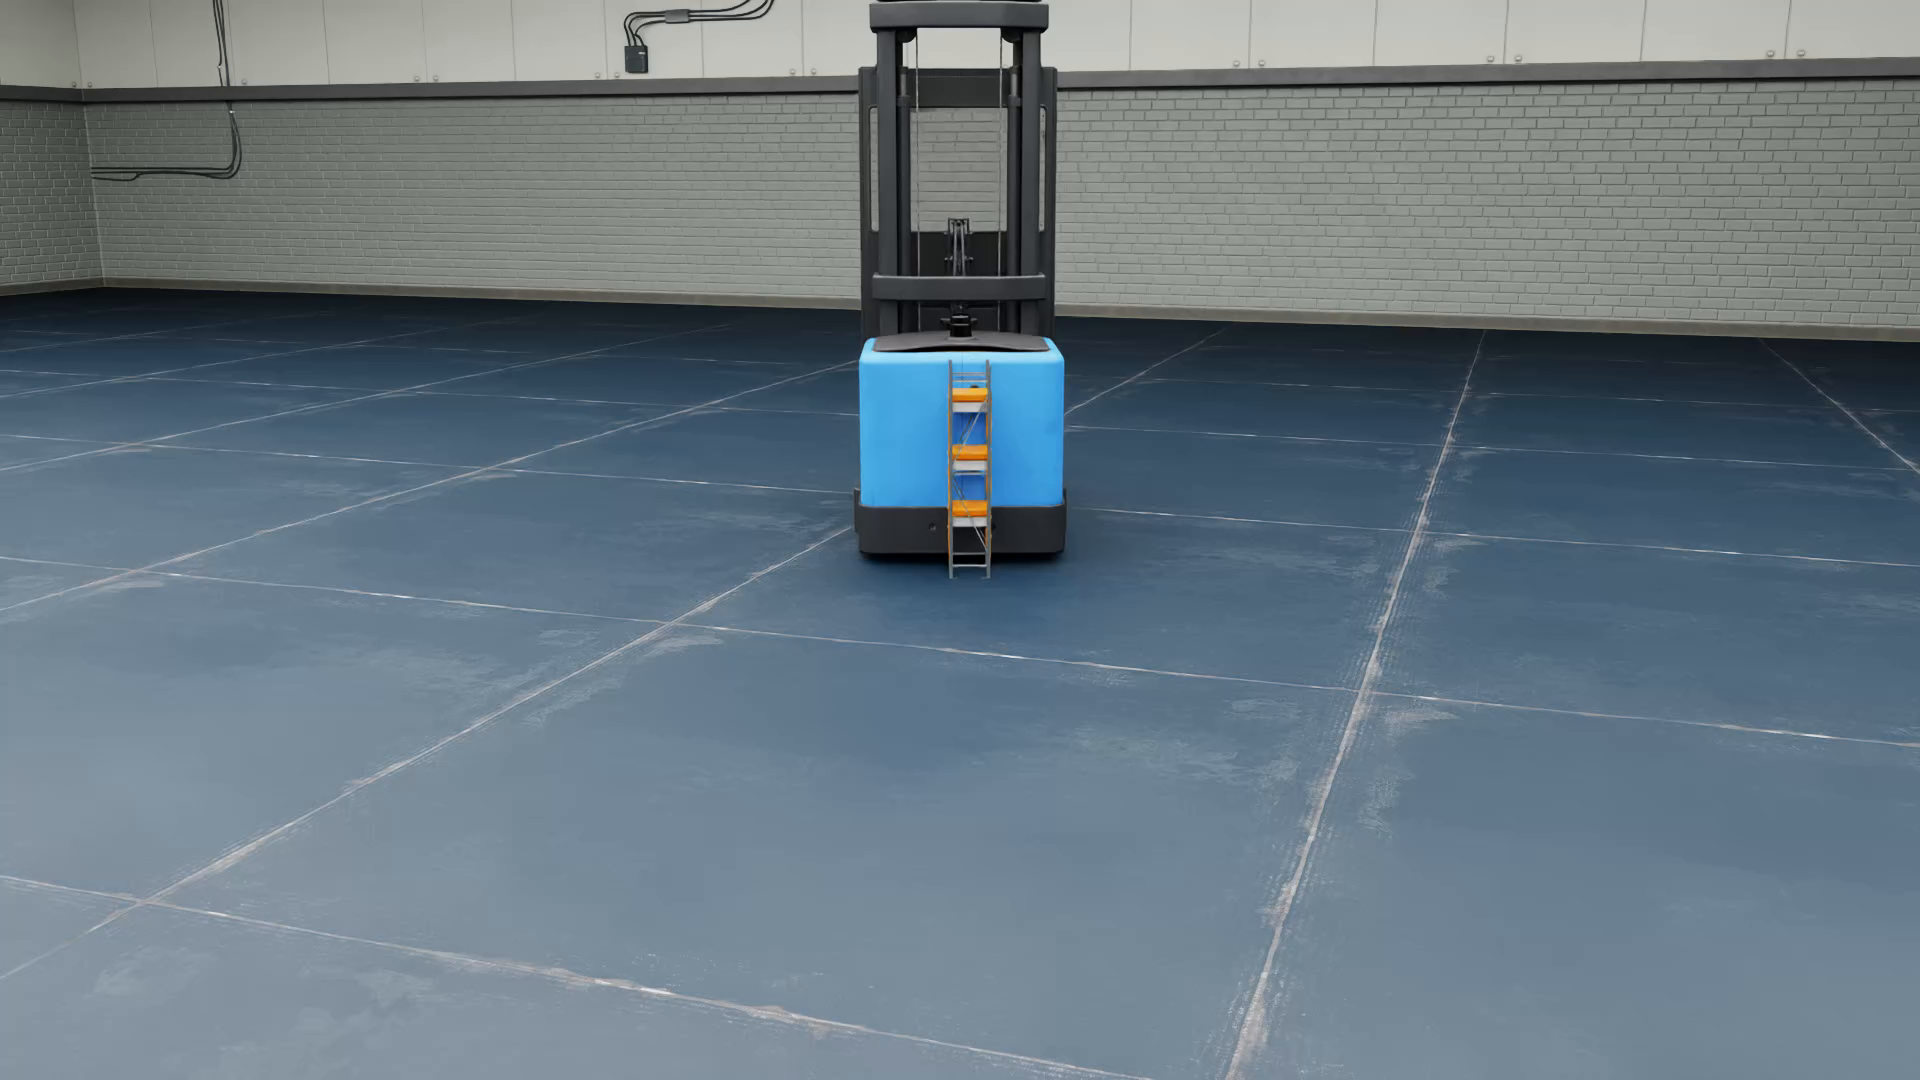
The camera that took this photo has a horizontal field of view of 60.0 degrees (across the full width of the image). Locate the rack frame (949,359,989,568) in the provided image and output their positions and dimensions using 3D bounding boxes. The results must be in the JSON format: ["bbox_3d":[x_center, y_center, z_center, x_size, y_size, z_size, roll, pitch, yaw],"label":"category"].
[{"bbox_3d":[0.044,-0.373,8.262,0.200,1.050,0.008,0,13,-1],"label":"rack frame"}]

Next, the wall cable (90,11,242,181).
[{"bbox_3d":[-12.531,-6.875,25.864,3.097,2.526,0.112,4,14,18],"label":"wall cable"}]

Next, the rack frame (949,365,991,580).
[{"bbox_3d":[0.049,-0.319,8.024,0.200,1.050,0.008,0,13,-1],"label":"rack frame"}]

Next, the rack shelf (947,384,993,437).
[{"bbox_3d":[0.046,-0.612,8.082,0.215,0.259,0.240,0,13,-1],"label":"rack shelf"}]

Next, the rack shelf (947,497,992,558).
[{"bbox_3d":[0.046,-0.064,8.207,0.215,0.259,0.240,0,13,-1],"label":"rack shelf"}]

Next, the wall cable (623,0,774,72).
[{"bbox_3d":[-3.553,-9.360,22.131,2.305,6.003,0.169,4,14,18],"label":"wall cable"}]

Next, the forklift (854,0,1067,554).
[{"bbox_3d":[-0.018,-1.629,9.536,1.130,2.935,3.031,0,13,-1],"label":"forklift"}]

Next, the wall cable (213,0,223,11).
[{"bbox_3d":[-9.971,-9.142,24.448,3.097,2.526,0.112,4,14,18],"label":"wall cable"}]

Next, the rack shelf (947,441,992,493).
[{"bbox_3d":[0.046,-0.335,8.145,0.215,0.259,0.240,0,13,-1],"label":"rack shelf"}]

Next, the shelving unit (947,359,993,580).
[{"bbox_3d":[0.046,-0.346,8.143,0.215,1.050,0.252,0,13,-1],"label":"shelving unit"}]
